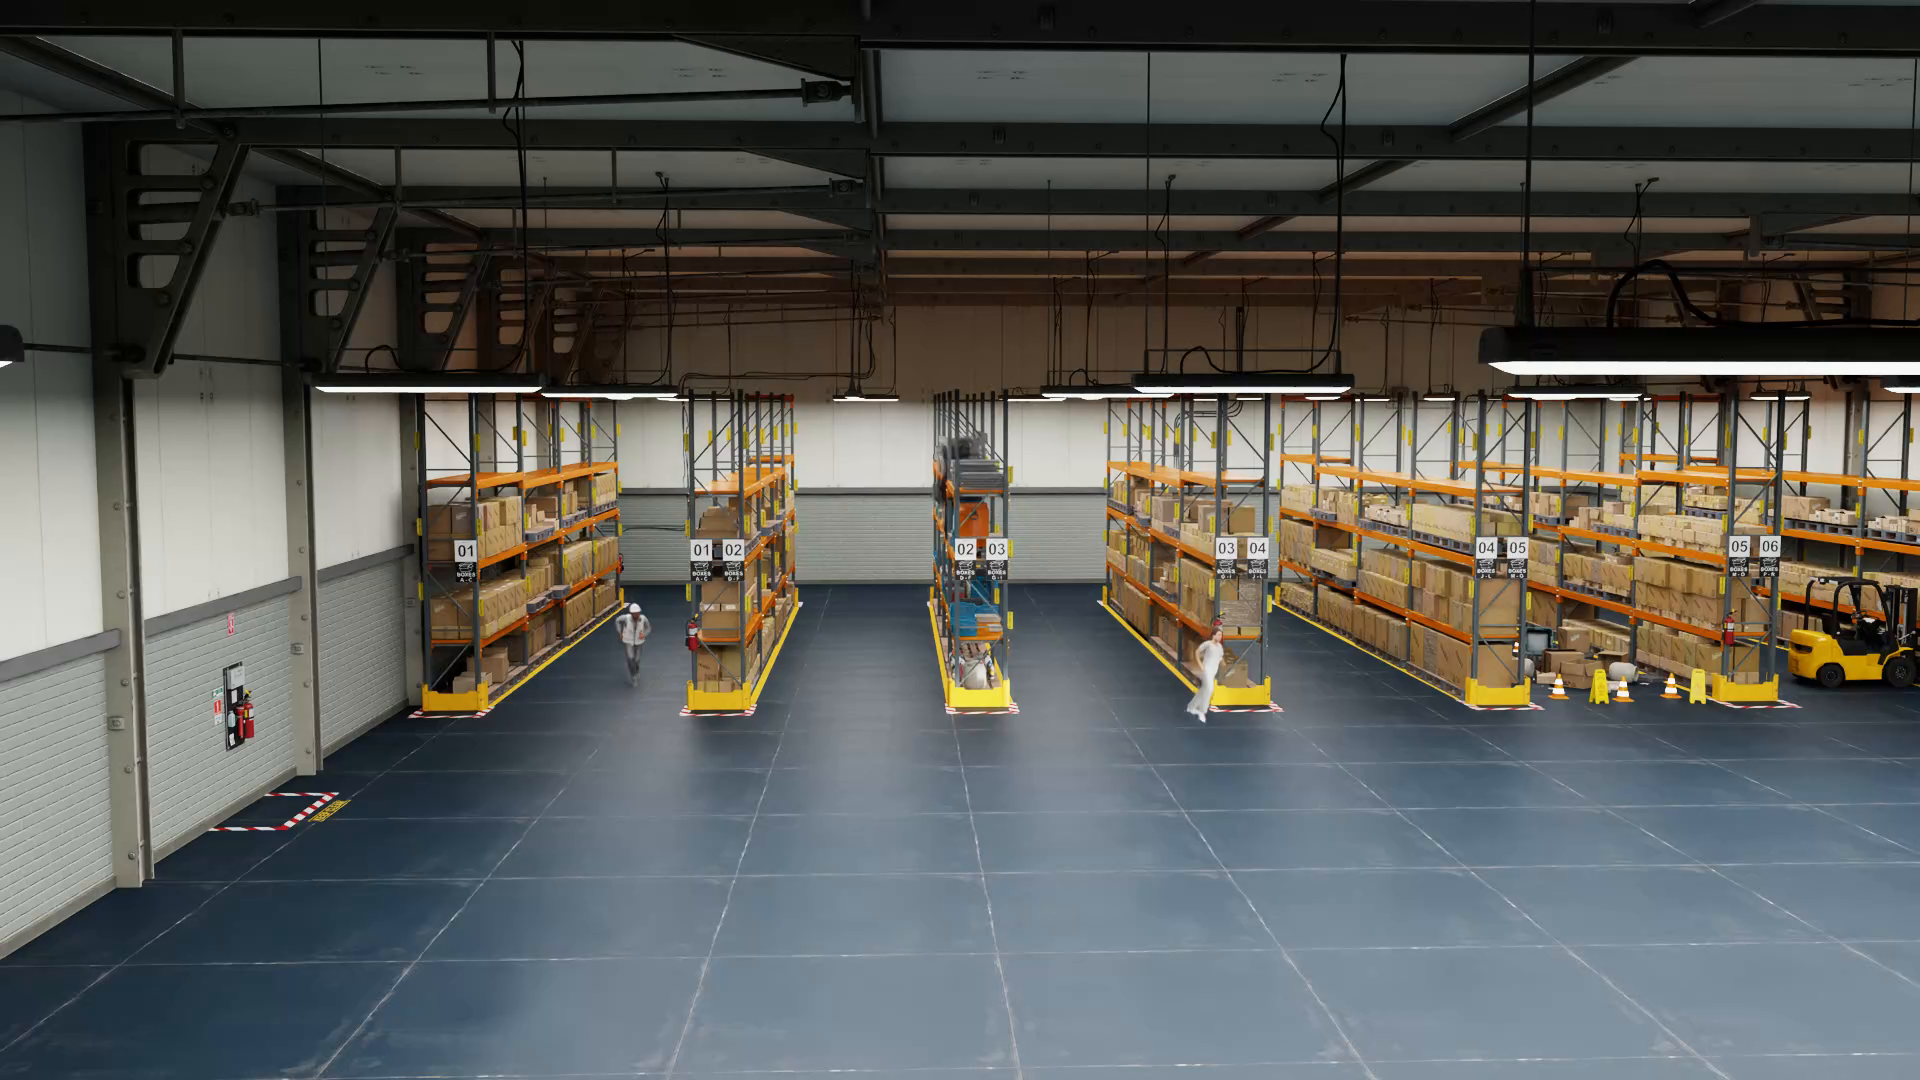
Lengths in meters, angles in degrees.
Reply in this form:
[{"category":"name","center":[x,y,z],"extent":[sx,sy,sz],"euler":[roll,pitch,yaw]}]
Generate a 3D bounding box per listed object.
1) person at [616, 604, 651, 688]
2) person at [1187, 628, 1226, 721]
[{"category":"person","center":[-6.672,2.131,34.038],"extent":[0.703,1.739,1.038],"euler":[-1,5,-12]},{"category":"person","center":[4.516,2.445,30.454],"extent":[0.724,1.674,0.723],"euler":[-4,6,-41]}]
